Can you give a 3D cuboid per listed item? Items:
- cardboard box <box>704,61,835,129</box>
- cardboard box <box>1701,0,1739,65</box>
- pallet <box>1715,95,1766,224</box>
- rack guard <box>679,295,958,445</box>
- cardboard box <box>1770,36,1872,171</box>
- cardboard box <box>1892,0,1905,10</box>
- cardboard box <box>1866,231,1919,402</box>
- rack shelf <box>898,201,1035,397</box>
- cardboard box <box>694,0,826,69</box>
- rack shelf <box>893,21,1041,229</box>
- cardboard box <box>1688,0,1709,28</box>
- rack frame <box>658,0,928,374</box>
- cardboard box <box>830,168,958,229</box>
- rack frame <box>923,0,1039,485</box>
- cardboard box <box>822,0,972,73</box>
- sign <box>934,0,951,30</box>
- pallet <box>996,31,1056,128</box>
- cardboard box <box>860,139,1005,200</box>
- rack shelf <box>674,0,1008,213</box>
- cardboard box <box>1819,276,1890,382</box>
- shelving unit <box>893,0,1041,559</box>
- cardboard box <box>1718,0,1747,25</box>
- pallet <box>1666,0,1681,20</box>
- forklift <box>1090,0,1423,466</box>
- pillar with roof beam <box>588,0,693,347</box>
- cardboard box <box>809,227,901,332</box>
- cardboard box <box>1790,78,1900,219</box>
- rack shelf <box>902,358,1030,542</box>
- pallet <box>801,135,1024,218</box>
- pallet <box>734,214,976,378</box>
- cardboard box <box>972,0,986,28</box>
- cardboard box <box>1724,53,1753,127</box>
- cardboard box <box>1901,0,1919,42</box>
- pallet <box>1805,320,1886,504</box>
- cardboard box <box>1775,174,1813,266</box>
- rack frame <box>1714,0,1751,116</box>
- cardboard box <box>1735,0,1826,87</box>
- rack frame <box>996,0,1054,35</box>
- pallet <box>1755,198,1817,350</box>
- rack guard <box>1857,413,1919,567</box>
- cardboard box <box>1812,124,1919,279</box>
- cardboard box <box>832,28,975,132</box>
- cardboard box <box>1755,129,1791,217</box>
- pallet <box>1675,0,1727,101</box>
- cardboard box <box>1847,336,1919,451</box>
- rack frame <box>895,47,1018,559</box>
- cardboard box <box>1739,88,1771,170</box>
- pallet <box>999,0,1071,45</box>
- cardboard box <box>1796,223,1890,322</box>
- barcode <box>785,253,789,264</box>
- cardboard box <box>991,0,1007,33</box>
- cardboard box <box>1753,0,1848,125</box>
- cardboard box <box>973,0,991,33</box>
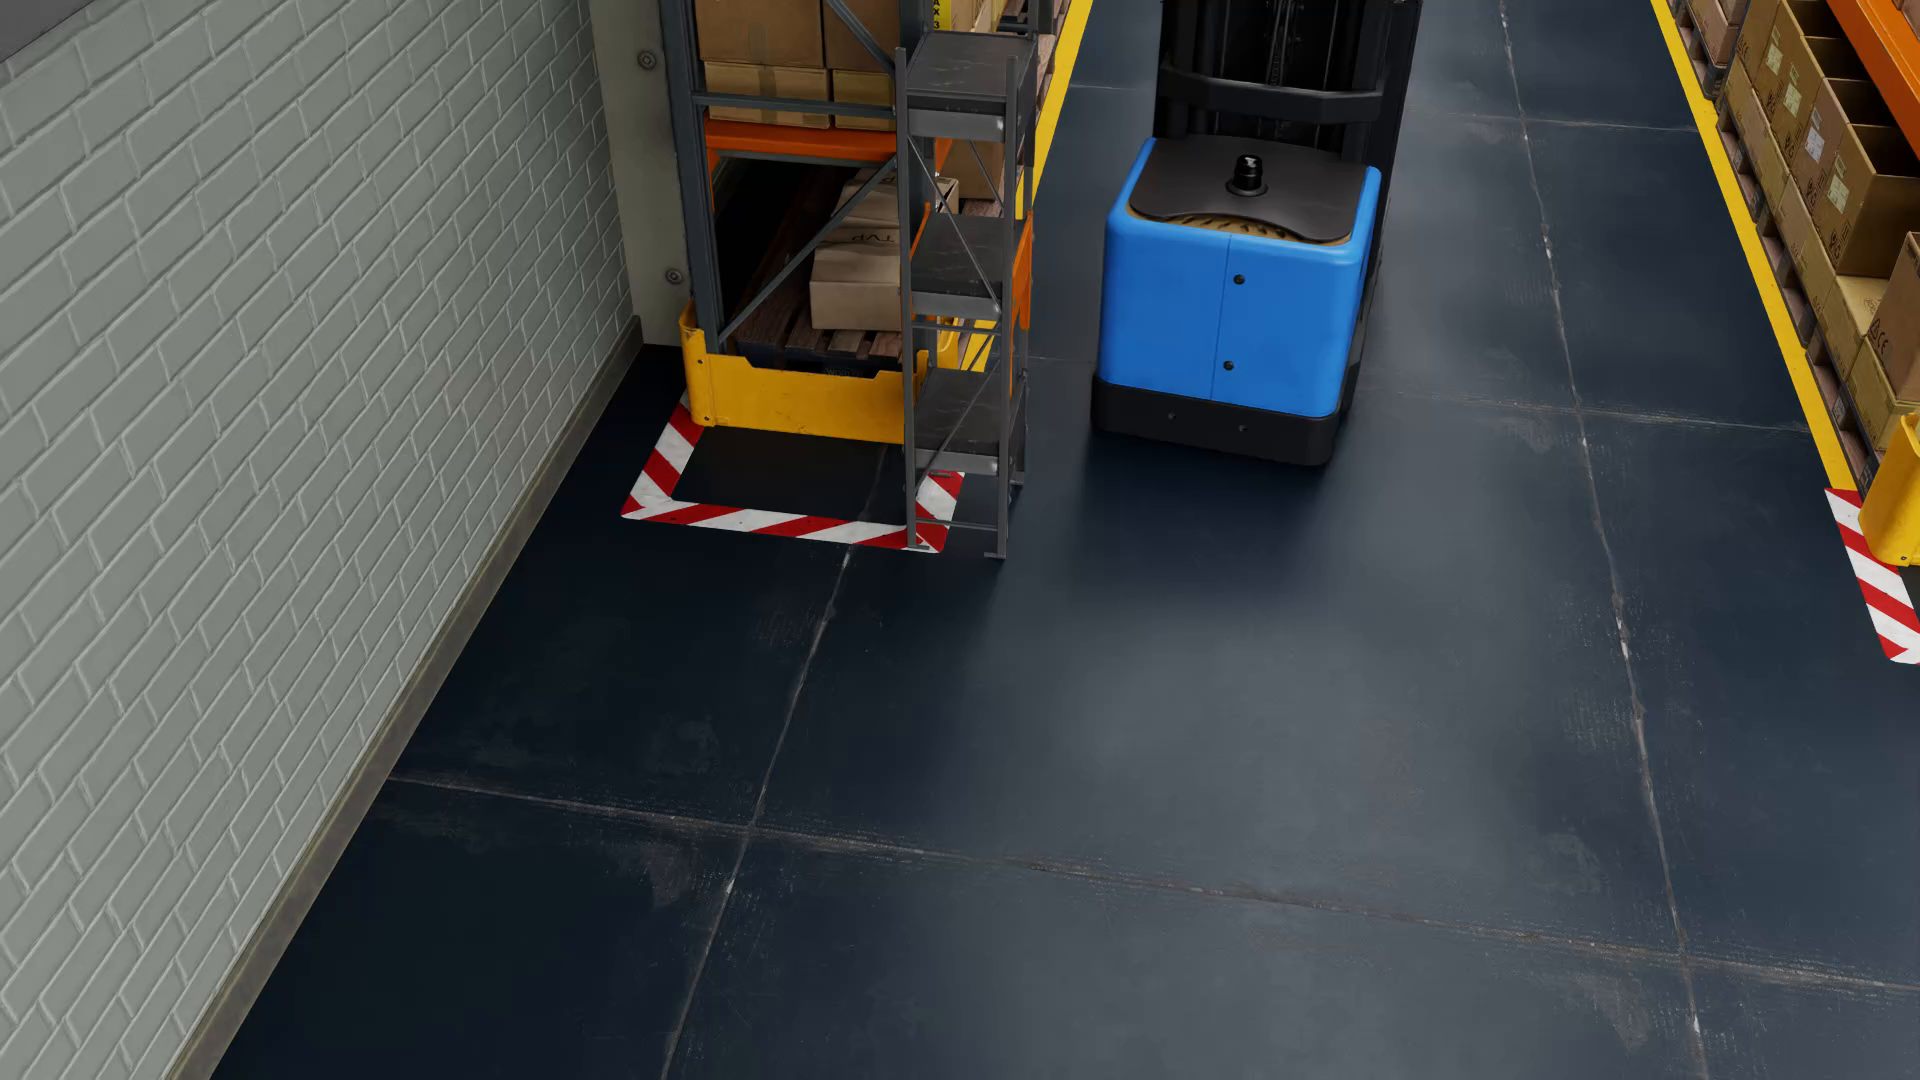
[{"bbox_3d":[-0.728,-1.932,6.835,0.500,0.250,0.500,7,40,8],"label":"cardboard box"},{"bbox_3d":[4.740,-3.028,9.887,0.500,0.250,0.500,6,40,7],"label":"cardboard box"},{"bbox_3d":[4.775,-2.065,9.082,1.003,0.211,1.213,6,40,8],"label":"pallet"},{"bbox_3d":[-0.605,-0.752,7.267,1.175,0.500,0.348,6,40,8],"label":"rack guard"},{"bbox_3d":[4.392,-2.141,8.225,0.500,0.500,0.500,6,40,8],"label":"cardboard box"},{"bbox_3d":[4.707,-2.747,7.640,0.700,0.500,0.500,7,40,8],"label":"cardboard box"},{"bbox_3d":[4.061,-0.884,6.705,0.500,0.500,0.500,6,40,8],"label":"cardboard box"},{"bbox_3d":[0.029,-0.903,6.215,0.431,0.518,0.480,6,40,8],"label":"rack shelf"},{"bbox_3d":[-0.746,-2.226,6.602,0.500,0.500,0.500,6,40,7],"label":"cardboard box"},{"bbox_3d":[0.029,-1.442,5.769,0.431,0.518,0.480,6,40,8],"label":"rack shelf"},{"bbox_3d":[4.829,-3.346,10.271,0.500,0.250,0.500,6,40,7],"label":"cardboard box"},{"bbox_3d":[-0.618,-1.668,6.413,1.000,3.000,0.127,6,40,8],"label":"rack frame"},{"bbox_3d":[-0.311,-1.583,8.075,0.500,0.311,0.500,10,41,11],"label":"cardboard box"},{"bbox_3d":[0.071,-1.066,6.392,0.400,2.100,0.015,6,40,8],"label":"rack frame"},{"bbox_3d":[-0.240,-2.173,6.538,0.500,0.500,0.500,6,40,8],"label":"cardboard box"},{"bbox_3d":[-0.084,-1.942,6.065,0.100,0.325,0.005,6,40,8],"label":"sign"},{"bbox_3d":[-0.007,-2.678,9.823,1.003,0.211,1.213,6,40,8],"label":"pallet"},{"bbox_3d":[-0.135,-2.111,8.565,0.700,0.500,0.500,4,40,5],"label":"cardboard box"},{"bbox_3d":[-0.272,-2.646,8.160,1.077,0.370,4.000,6,40,8],"label":"rack shelf"},{"bbox_3d":[4.138,-0.910,7.325,0.500,0.250,0.500,6,40,8],"label":"cardboard box"},{"bbox_3d":[0.029,-0.913,6.206,0.431,2.100,0.503,6,40,8],"label":"shelving unit"},{"bbox_3d":[4.741,-3.238,9.701,0.500,0.311,0.500,6,40,8],"label":"cardboard box"},{"bbox_3d":[5.251,-3.794,11.173,1.003,0.211,1.213,6,40,8],"label":"pallet"},{"bbox_3d":[1.487,-2.389,7.340,1.130,2.935,3.031,11,41,13],"label":"forklift"},{"bbox_3d":[2.891,-4.040,4.574,9.100,9.000,0.400,6,40,8],"label":"pillar with roof beam"},{"bbox_3d":[-0.410,-1.225,7.643,0.500,0.311,0.500,2,40,3],"label":"cardboard box"},{"bbox_3d":[4.307,-1.827,7.846,0.500,0.500,0.500,6,40,8],"label":"cardboard box"},{"bbox_3d":[0.029,-0.363,6.661,0.431,0.518,0.480,6,40,8],"label":"rack shelf"},{"bbox_3d":[-0.216,-1.910,8.894,1.003,0.211,1.213,6,40,8],"label":"pallet"},{"bbox_3d":[-0.430,-1.147,7.971,1.003,0.211,1.213,6,40,8],"label":"pallet"},{"bbox_3d":[-0.144,-2.482,6.912,0.500,0.500,0.500,7,40,8],"label":"cardboard box"},{"bbox_3d":[4.575,-2.479,9.222,0.500,0.250,0.500,6,40,8],"label":"cardboard box"},{"bbox_3d":[4.620,-2.426,7.251,0.700,0.500,0.500,8,40,9],"label":"cardboard box"},{"bbox_3d":[4.352,-0.534,7.230,1.003,0.211,1.213,6,40,8],"label":"pallet"},{"bbox_3d":[4.311,-1.538,8.084,0.500,0.250,0.500,6,40,8],"label":"cardboard box"},{"bbox_3d":[4.954,-3.634,8.791,1.000,3.000,0.127,6,40,8],"label":"rack frame"},{"bbox_3d":[4.565,-2.769,8.985,0.500,0.500,0.500,6,40,8],"label":"cardboard box"},{"bbox_3d":[0.074,-4.178,9.449,1.000,3.000,0.127,6,40,8],"label":"rack frame"},{"bbox_3d":[4.566,-1.297,8.153,1.003,0.211,1.213,6,40,8],"label":"pallet"},{"bbox_3d":[4.257,-0.145,6.533,1.175,0.500,0.348,6,40,8],"label":"rack guard"},{"bbox_3d":[4.220,-1.513,7.466,0.500,0.500,0.500,6,40,8],"label":"cardboard box"},{"bbox_3d":[-0.221,-1.889,6.782,0.500,0.250,0.500,5,40,6],"label":"cardboard box"},{"bbox_3d":[4.392,-1.852,8.464,0.500,0.250,0.500,6,40,8],"label":"cardboard box"},{"bbox_3d":[5.043,-3.026,10.244,1.003,0.211,1.213,6,40,8],"label":"pallet"},{"bbox_3d":[4.063,-0.595,6.944,0.500,0.250,0.500,6,40,8],"label":"cardboard box"},{"bbox_3d":[-0.013,-0.760,6.021,0.400,2.100,0.015,6,40,8],"label":"rack frame"},{"bbox_3d":[4.483,-2.165,8.843,0.500,0.250,0.500,6,40,8],"label":"cardboard box"},{"bbox_3d":[0.207,-3.592,10.929,1.003,0.211,1.213,6,40,8],"label":"pallet"},{"bbox_3d":[4.223,-1.224,7.705,0.500,0.250,0.500,6,40,8],"label":"cardboard box"},{"bbox_3d":[-0.801,-1.284,7.707,0.001,0.075,0.075,6,40,8],"label":"barcode"},{"bbox_3d":[-0.051,-2.535,7.564,0.500,0.250,0.500,6,40,7],"label":"cardboard box"},{"bbox_3d":[4.486,-2.454,8.604,0.500,0.500,0.500,6,40,8],"label":"cardboard box"},{"bbox_3d":[-0.145,-2.216,7.178,0.500,0.250,0.500,5,40,6],"label":"cardboard box"}]
